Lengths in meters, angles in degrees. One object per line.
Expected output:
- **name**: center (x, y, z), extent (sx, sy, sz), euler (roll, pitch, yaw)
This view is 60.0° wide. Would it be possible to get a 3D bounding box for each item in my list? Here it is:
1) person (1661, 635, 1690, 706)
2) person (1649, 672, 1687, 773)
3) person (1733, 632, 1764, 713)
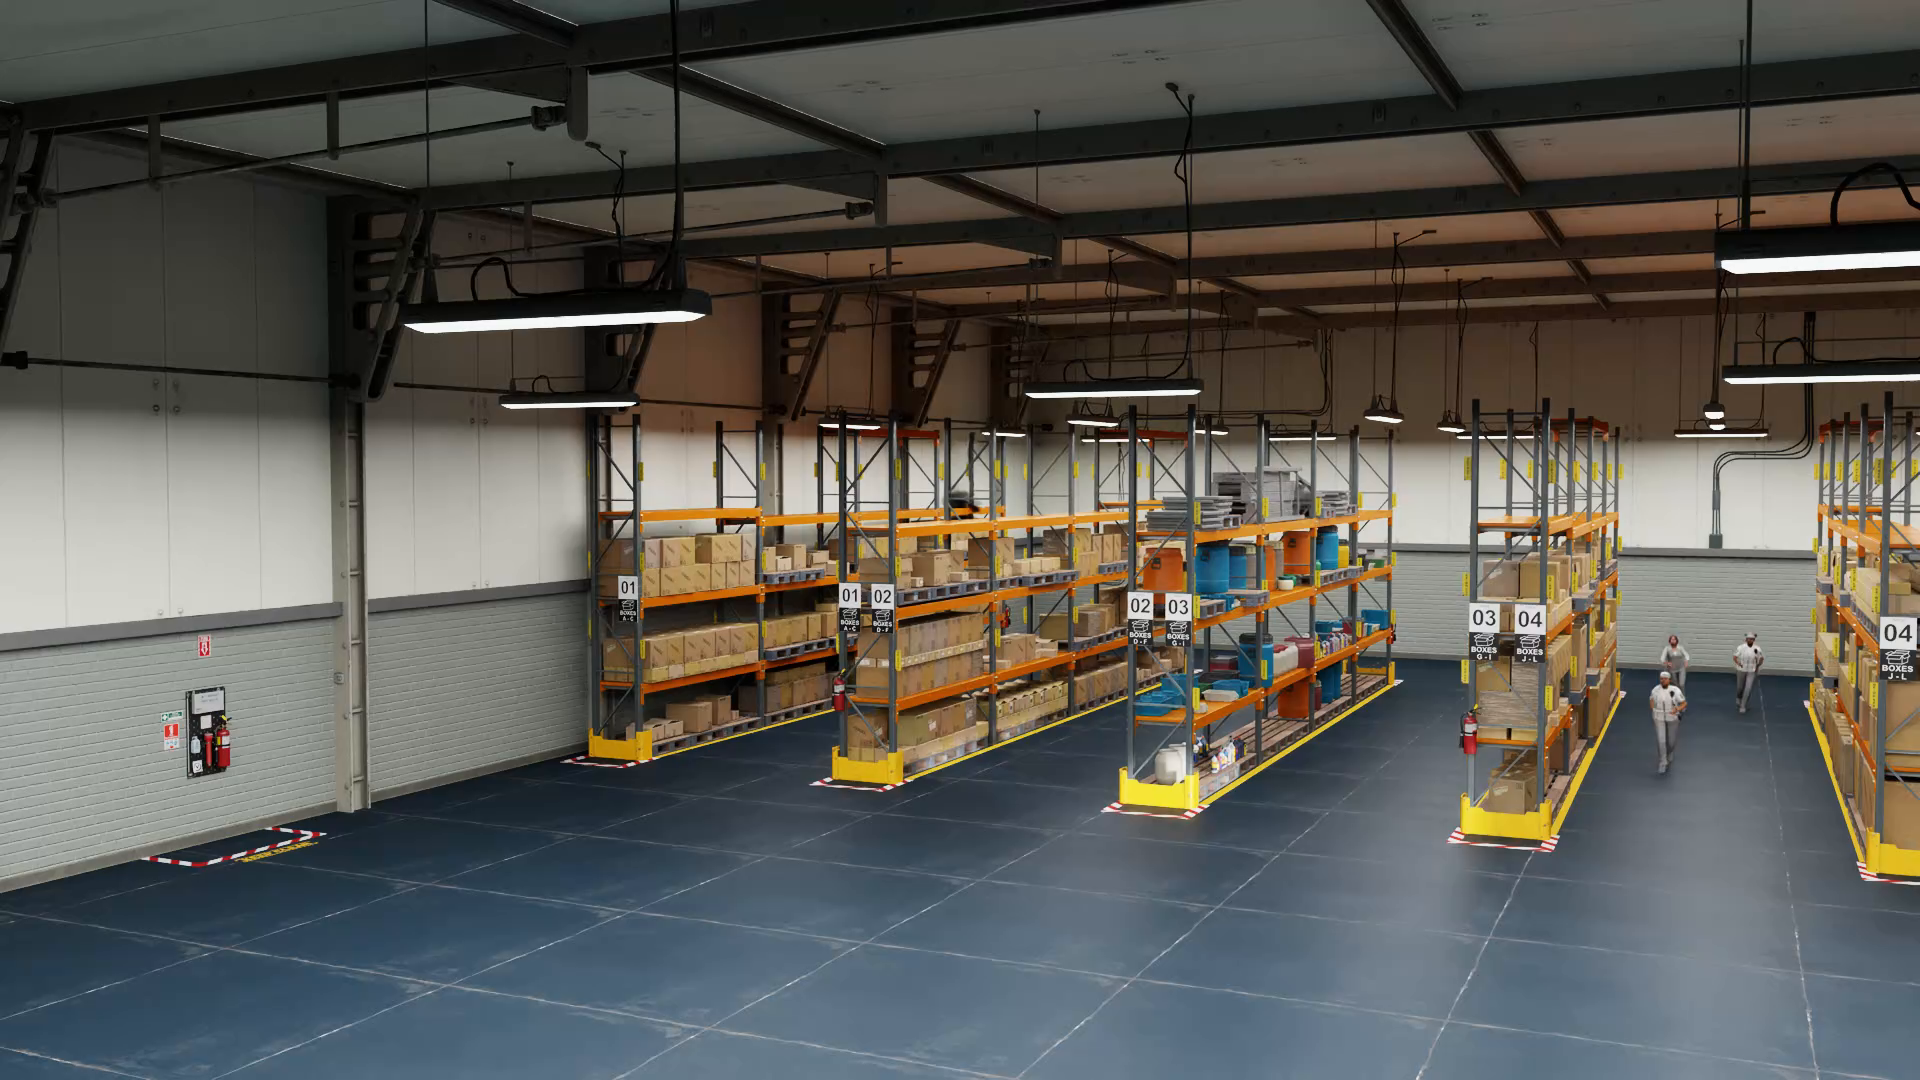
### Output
- **person**: center (15.179, 2.789, 35.297), extent (0.579, 1.554, 0.635), euler (1, 2, 15)
- **person**: center (11.873, 3.040, 27.926), extent (0.600, 1.671, 0.784), euler (1, 3, 29)
- **person**: center (16.462, 2.750, 34.728), extent (0.587, 1.689, 0.757), euler (1, 3, 26)
